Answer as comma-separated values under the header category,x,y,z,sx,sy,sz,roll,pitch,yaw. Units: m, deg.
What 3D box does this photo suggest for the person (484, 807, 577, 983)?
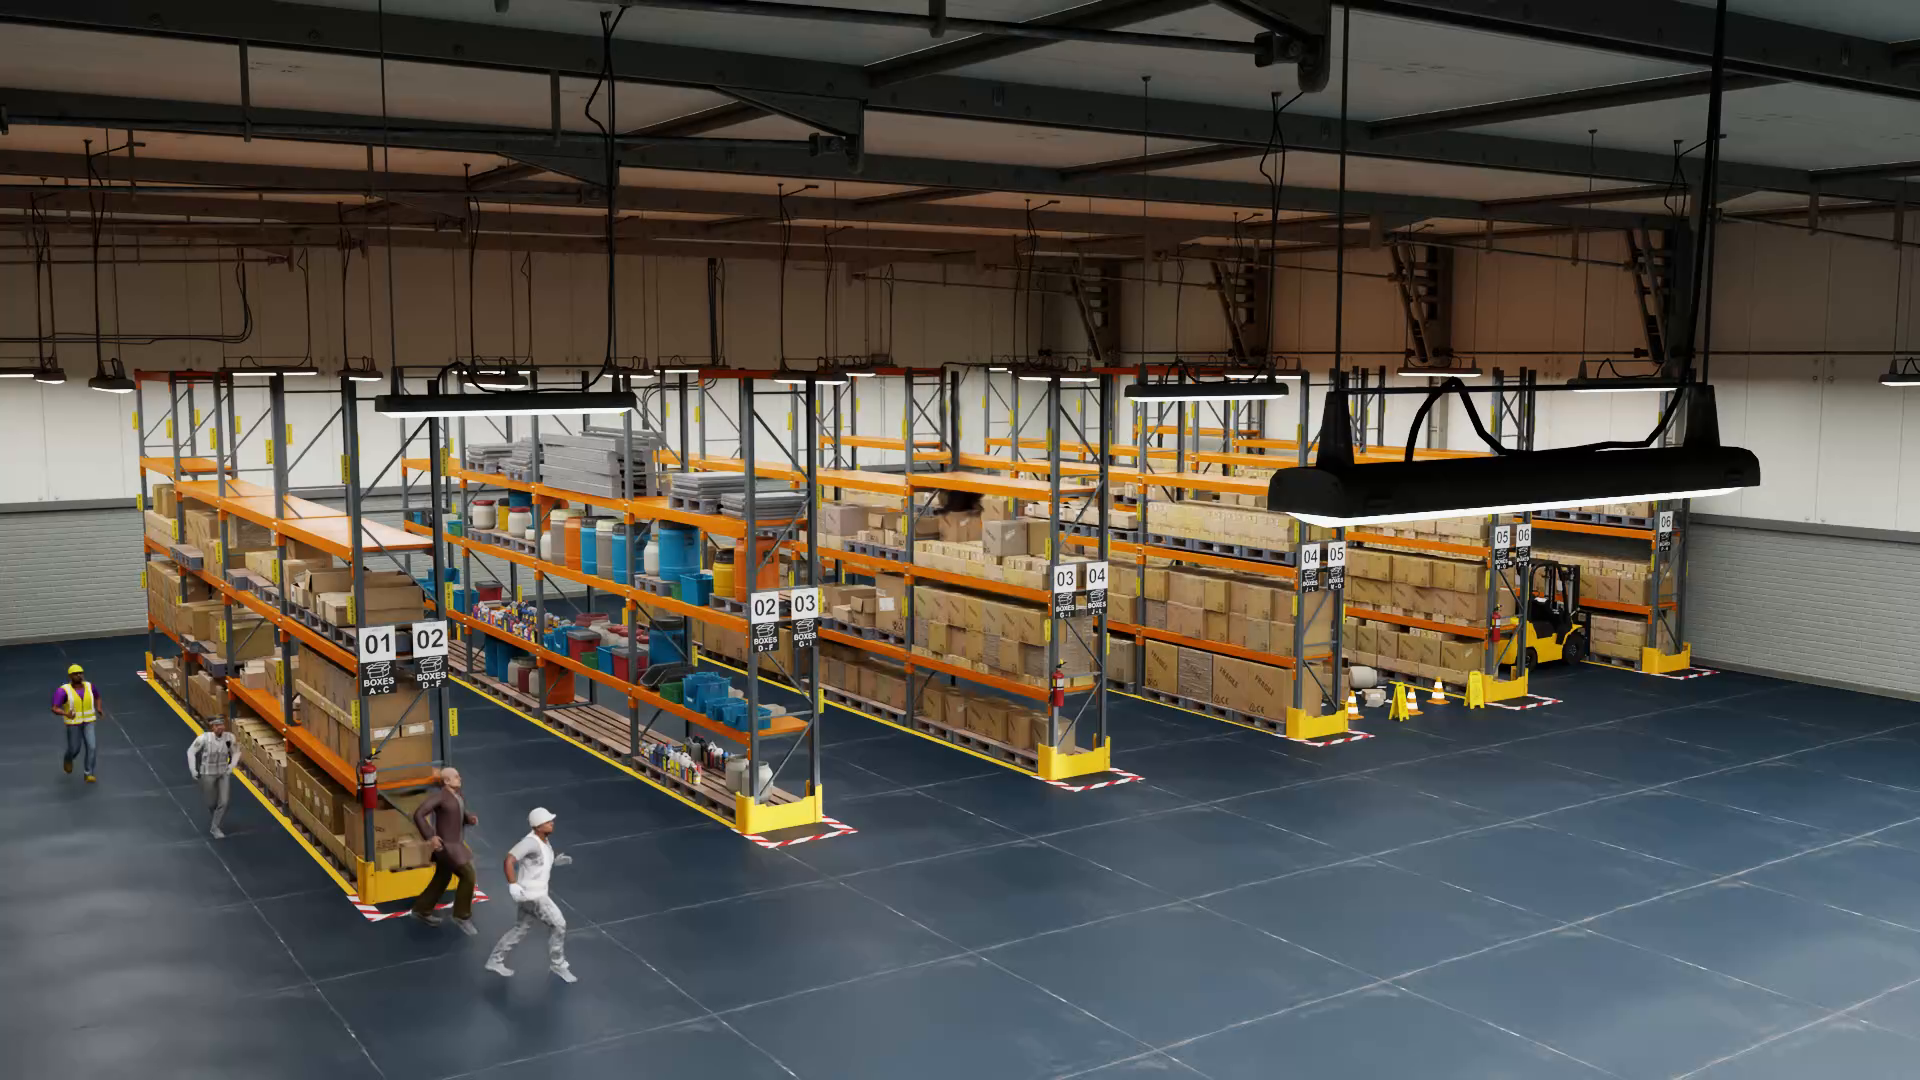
category,x,y,z,sx,sy,sz,roll,pitch,yaw
person,-4.319,3.581,16.654,0.903,1.825,0.712,-1,7,-10

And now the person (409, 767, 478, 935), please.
category,x,y,z,sx,sy,sz,roll,pitch,yaw
person,-5.670,3.399,18.277,0.783,1.836,0.702,0,6,-2

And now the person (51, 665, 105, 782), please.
category,x,y,z,sx,sy,sz,roll,pitch,yaw
person,-13.025,2.701,24.604,0.791,1.733,0.714,6,9,43

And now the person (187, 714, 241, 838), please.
category,x,y,z,sx,sy,sz,roll,pitch,yaw
person,-9.806,3.072,21.890,0.648,1.654,0.664,-5,8,-36
